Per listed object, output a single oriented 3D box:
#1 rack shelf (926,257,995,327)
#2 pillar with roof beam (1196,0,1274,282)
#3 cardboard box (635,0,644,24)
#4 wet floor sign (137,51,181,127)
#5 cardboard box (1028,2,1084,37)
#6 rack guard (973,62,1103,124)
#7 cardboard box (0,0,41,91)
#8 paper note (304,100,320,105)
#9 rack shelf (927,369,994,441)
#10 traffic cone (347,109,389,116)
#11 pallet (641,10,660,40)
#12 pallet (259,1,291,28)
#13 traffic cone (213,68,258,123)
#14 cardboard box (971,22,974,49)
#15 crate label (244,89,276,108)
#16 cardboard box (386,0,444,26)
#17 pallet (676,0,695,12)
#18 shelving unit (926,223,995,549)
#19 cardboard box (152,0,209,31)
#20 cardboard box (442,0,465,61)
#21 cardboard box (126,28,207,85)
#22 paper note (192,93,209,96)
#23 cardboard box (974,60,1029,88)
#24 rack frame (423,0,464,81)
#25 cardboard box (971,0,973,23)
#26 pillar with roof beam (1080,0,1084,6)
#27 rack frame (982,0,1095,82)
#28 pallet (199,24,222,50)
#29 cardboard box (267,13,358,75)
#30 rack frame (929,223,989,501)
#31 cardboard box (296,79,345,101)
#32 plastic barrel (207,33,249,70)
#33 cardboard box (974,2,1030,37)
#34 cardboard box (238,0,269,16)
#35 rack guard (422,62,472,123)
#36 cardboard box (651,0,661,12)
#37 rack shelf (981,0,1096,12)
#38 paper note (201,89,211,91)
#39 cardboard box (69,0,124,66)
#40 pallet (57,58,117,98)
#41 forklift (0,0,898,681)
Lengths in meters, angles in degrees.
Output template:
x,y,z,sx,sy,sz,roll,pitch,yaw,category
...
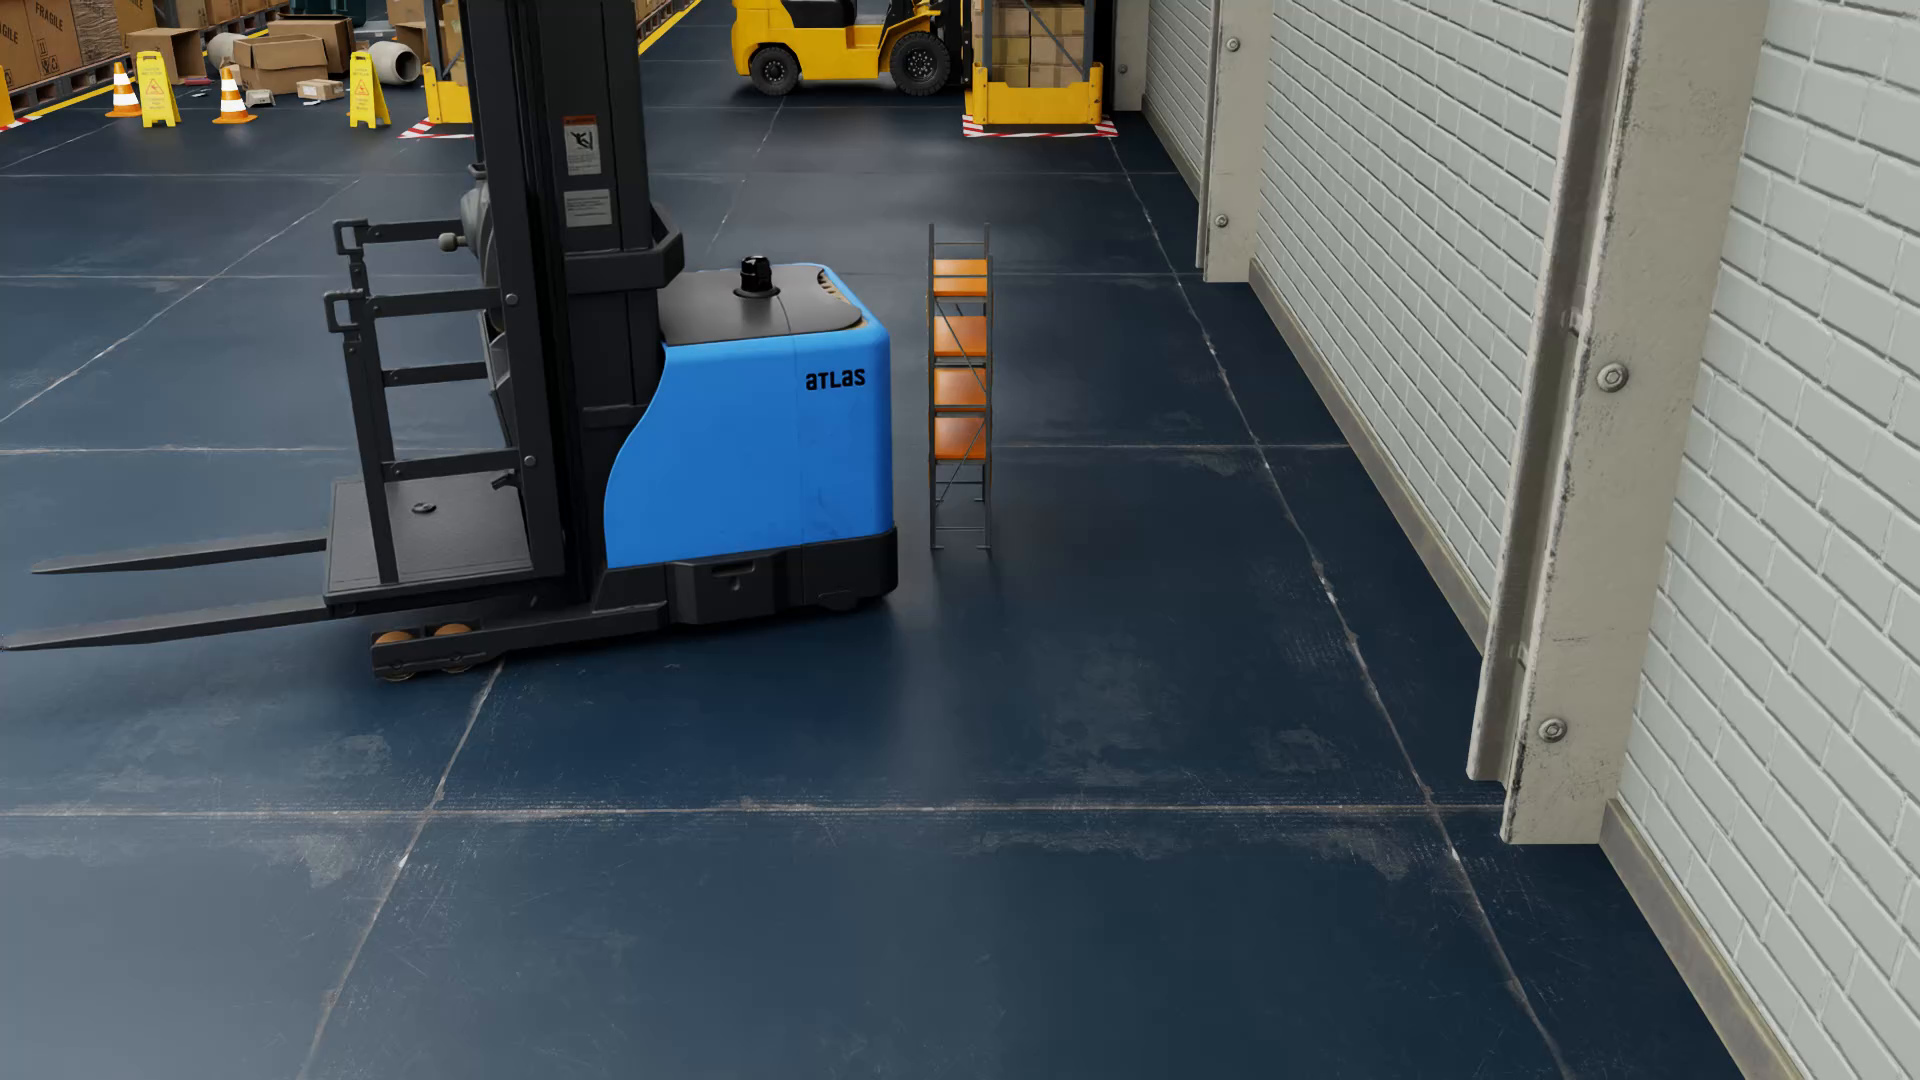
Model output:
x,y,z,sx,sy,sz,roll,pitch,yaw,category
-0.002,-0.973,6.492,0.258,0.148,0.480,0,24,-1,rack shelf
-2.642,-5.757,8.559,9.100,9.000,0.400,0,24,-1,pillar with roof beam
-4.323,-6.355,19.841,0.950,0.372,0.625,1,24,3,cardboard box
-7.229,-4.061,14.946,0.267,0.644,0.232,-4,25,-10,wet floor sign
0.887,-4.817,15.375,0.500,0.250,0.500,-1,24,-1,cardboard box
0.703,-4.076,15.155,1.175,0.500,0.348,0,24,-1,rack guard
-9.282,-4.639,15.436,0.875,0.875,0.875,0,24,0,cardboard box
-6.261,-4.228,16.062,0.148,0.019,0.142,-9,26,-19,paper note
-0.002,-0.554,6.681,0.258,0.148,0.480,0,24,-1,rack shelf
-5.555,-4.216,15.510,0.336,0.463,0.334,0,24,-1,traffic cone
-4.330,-6.403,20.651,1.003,0.211,1.213,0,24,-1,pallet
-9.363,-6.837,21.612,1.003,0.211,1.213,0,24,-1,pallet
-6.661,-4.071,15.190,0.336,0.463,0.334,0,24,-1,traffic cone
0.364,-5.009,16.406,0.500,0.250,0.500,-1,24,-2,cardboard box
-6.732,-4.246,15.972,0.250,0.136,0.298,-14,28,-28,crate label
-6.083,-6.035,18.567,0.500,0.500,0.500,0,24,-1,cardboard box
-4.281,-7.552,23.191,1.003,0.211,1.213,0,24,-1,pallet
-0.002,-0.615,6.654,0.258,1.200,0.503,0,24,-1,shelving unit
-9.349,-6.207,19.053,1.050,0.750,0.750,0,24,-1,cardboard box
-4.530,-4.810,15.662,0.500,0.500,0.500,0,24,0,cardboard box
-8.209,-5.012,17.222,0.500,0.500,0.500,4,25,9,cardboard box
-7.528,-4.420,16.487,0.144,0.017,0.142,8,26,18,paper note
0.382,-4.355,15.566,0.500,0.250,0.500,0,24,0,cardboard box
-4.260,-5.201,14.609,1.000,3.000,0.127,0,24,-1,rack frame
0.359,-5.225,16.277,0.500,0.250,0.500,0,24,0,cardboard box
-2.773,-10.702,19.492,9.100,9.000,0.400,0,24,-1,pillar with roof beam
0.703,-5.224,14.661,1.000,3.000,0.127,0,24,-1,rack frame
-9.336,-5.832,19.389,1.003,0.211,1.213,0,24,-1,pallet
-6.829,-5.223,17.522,0.797,0.637,0.503,0,24,-1,cardboard box
-0.004,-0.715,6.876,0.240,1.200,0.015,0,24,-1,rack frame
-6.294,-4.432,16.370,0.380,0.149,0.250,13,27,27,cardboard box
-7.706,-5.151,17.624,0.512,0.421,0.421,19,30,35,plastic barrel
0.386,-4.807,15.352,0.500,0.250,0.500,1,24,1,cardboard box
-9.366,-6.988,20.781,1.050,0.750,0.750,0,24,0,cardboard box
-4.261,-4.093,15.193,1.175,0.500,0.348,0,24,-1,rack guard
-4.335,-6.954,21.165,0.950,0.372,0.625,-1,24,-2,cardboard box
0.681,-5.721,16.632,1.077,0.370,4.000,0,24,-1,rack shelf
-7.609,-4.540,16.777,0.032,0.001,0.123,13,27,27,paper note
-9.302,-5.377,17.068,0.875,0.875,0.875,0,24,0,cardboard box
-9.306,-4.697,16.879,1.003,0.211,1.213,0,24,-1,pallet
-1.806,-1.096,5.617,3.031,2.935,1.130,-7,25,-16,forklift
